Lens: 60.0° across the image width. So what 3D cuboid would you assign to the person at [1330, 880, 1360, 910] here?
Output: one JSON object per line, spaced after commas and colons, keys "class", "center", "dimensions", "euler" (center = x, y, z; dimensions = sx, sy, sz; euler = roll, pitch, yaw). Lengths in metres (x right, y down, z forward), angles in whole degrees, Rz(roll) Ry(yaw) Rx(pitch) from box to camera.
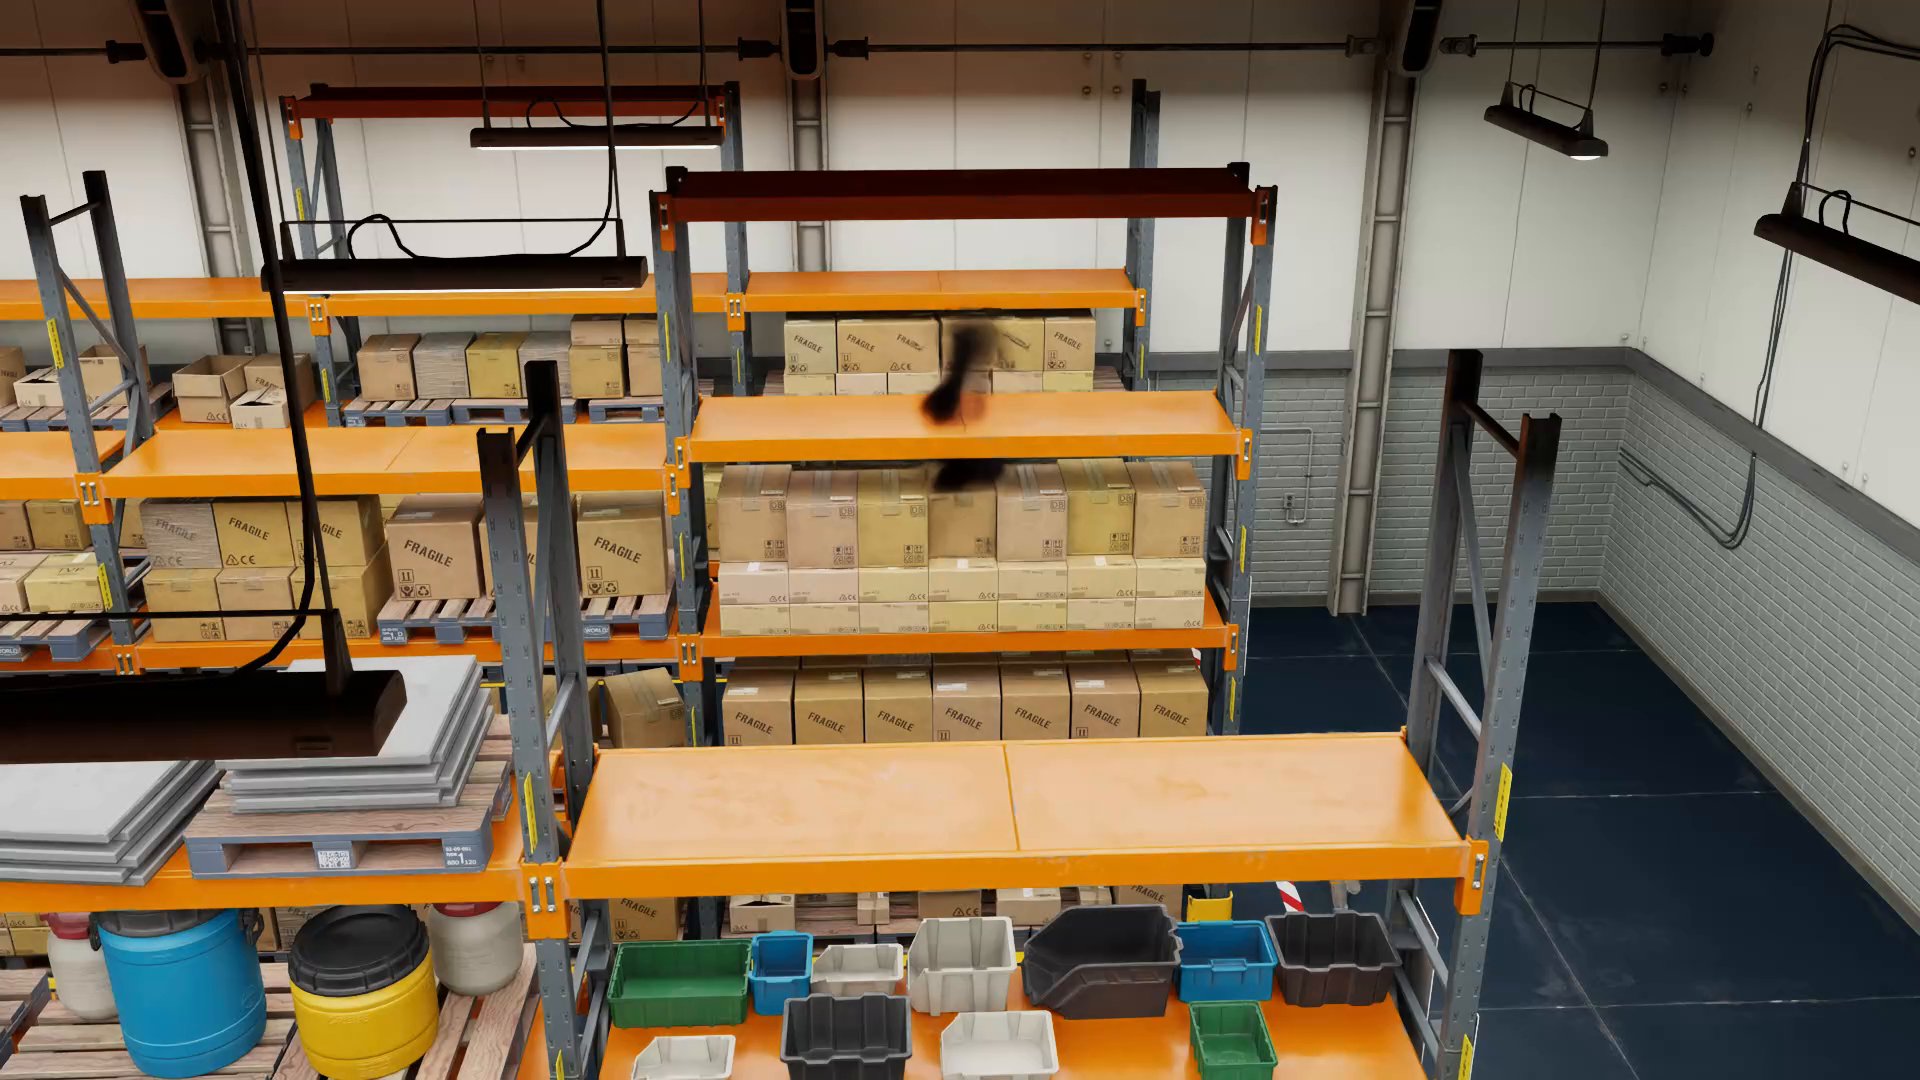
{"class": "person", "center": [3.007, 2.274, 13.301], "dimensions": [0.659, 1.674, 0.887], "euler": [1, 22, 3]}
